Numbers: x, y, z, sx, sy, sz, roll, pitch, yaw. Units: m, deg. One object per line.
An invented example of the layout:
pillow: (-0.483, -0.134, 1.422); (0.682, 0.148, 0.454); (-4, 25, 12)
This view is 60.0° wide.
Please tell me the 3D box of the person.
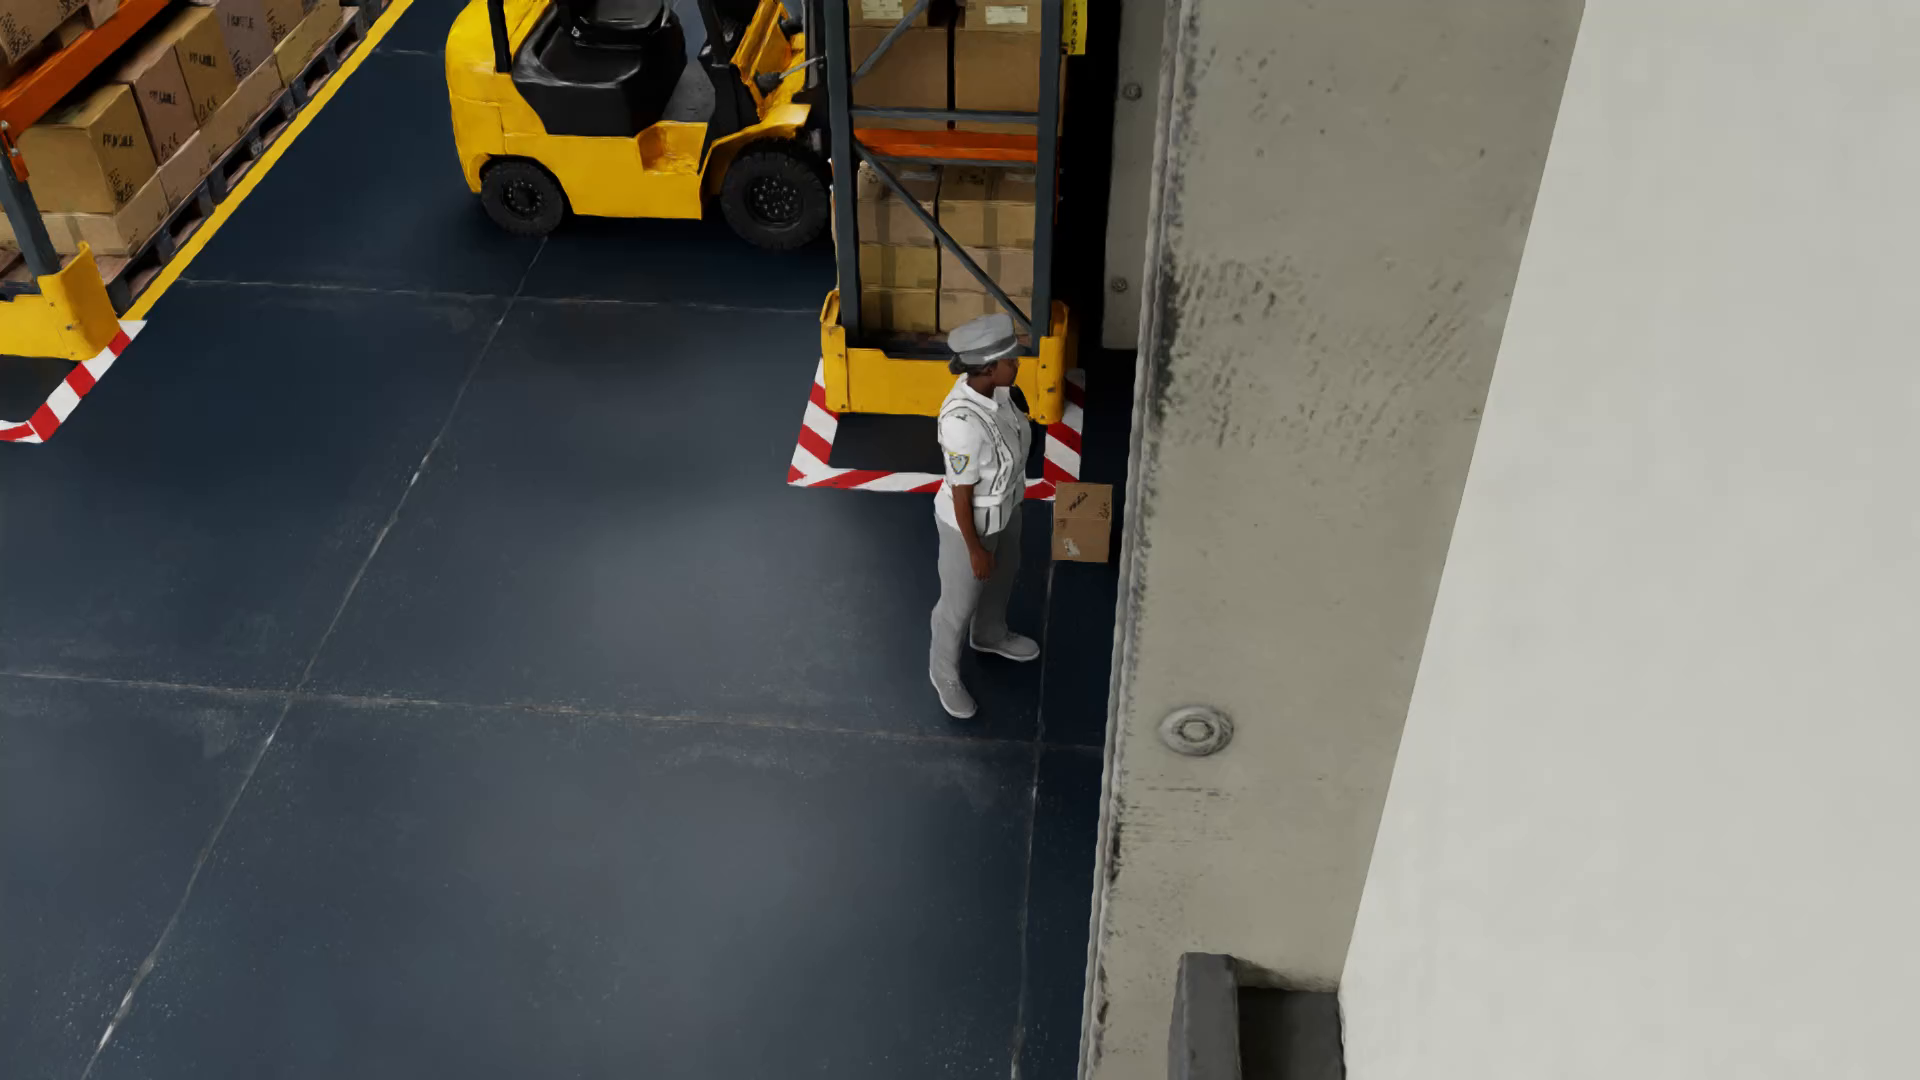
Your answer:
person: (0.086, -0.099, 6.231); (0.353, 1.689, 0.553); (17, 43, 19)
